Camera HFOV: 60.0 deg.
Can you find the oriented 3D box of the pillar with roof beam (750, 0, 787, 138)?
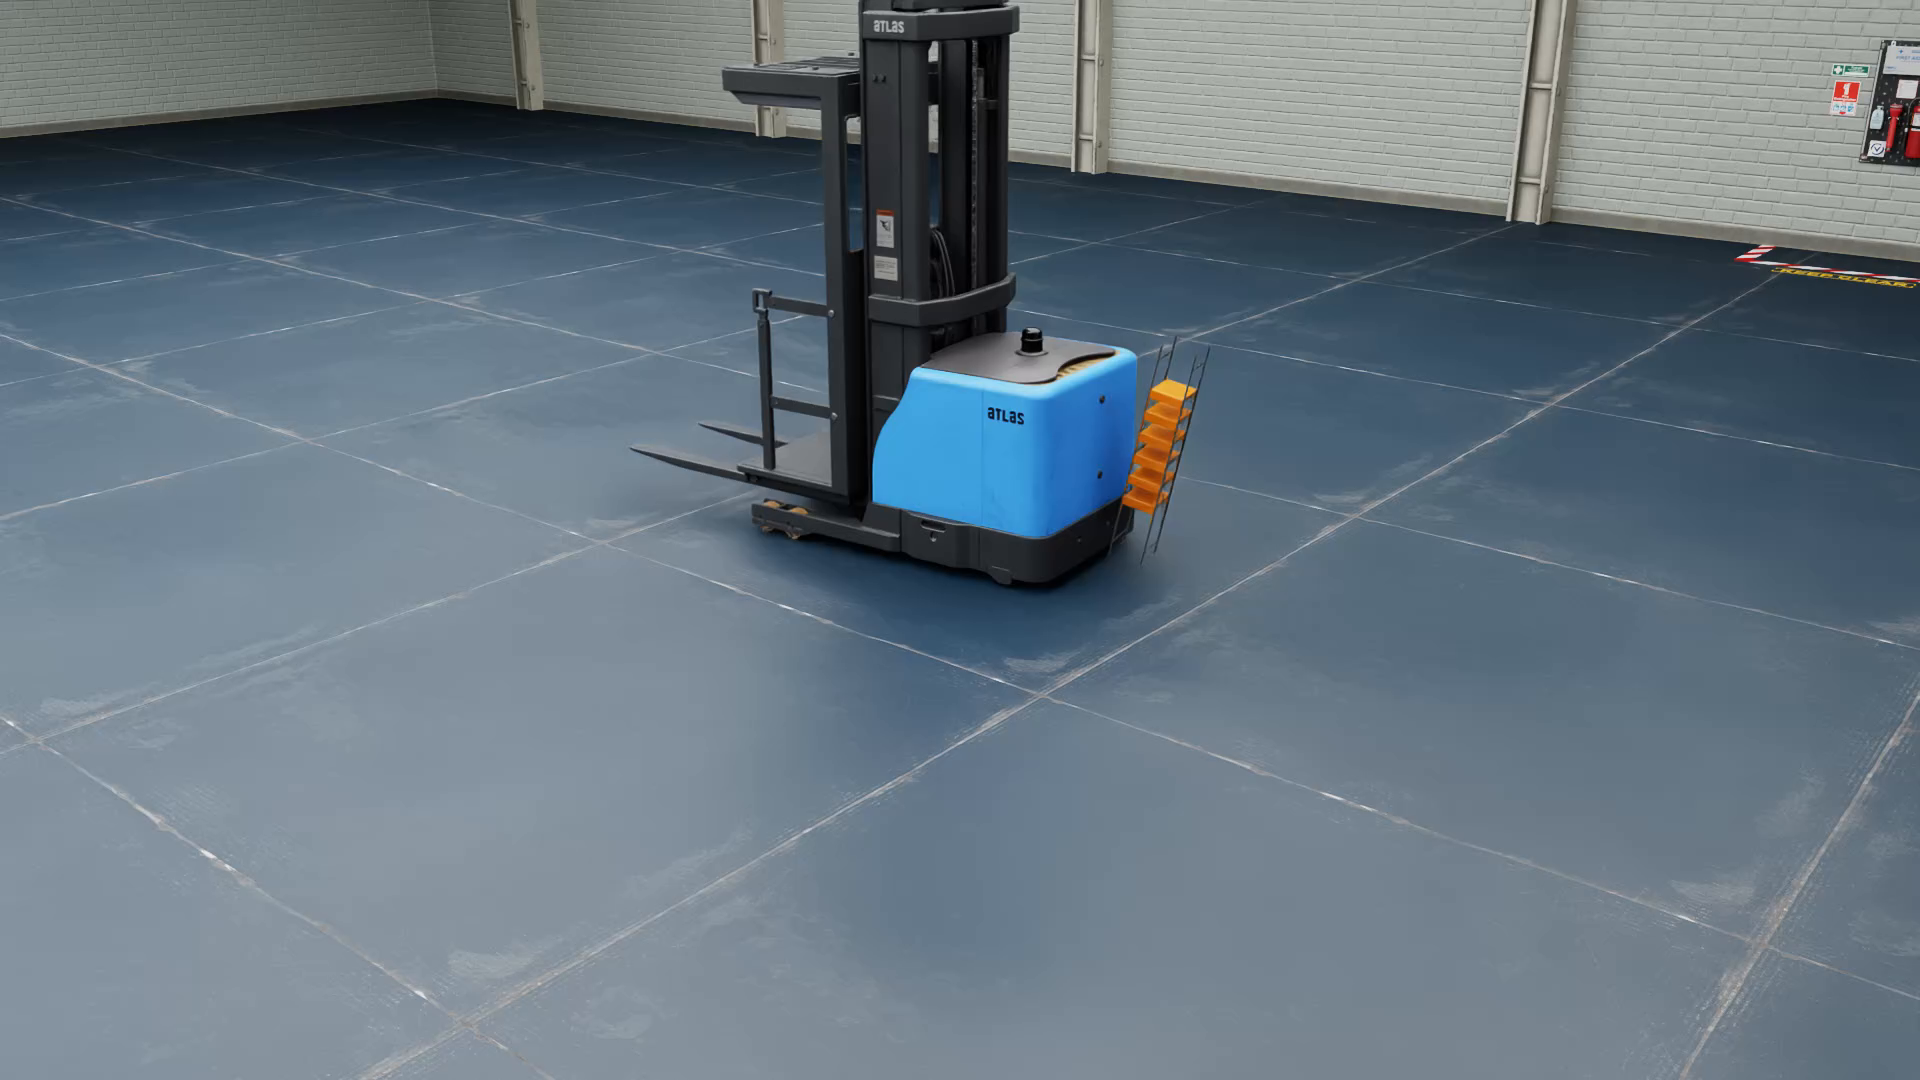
[{"bbox_3d":[-5.639,-9.297,21.068,0.400,9.000,9.100,16,26,36],"label":"pillar with roof beam"}]

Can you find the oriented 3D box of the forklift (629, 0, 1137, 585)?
[{"bbox_3d":[-0.556,-1.523,9.054,3.031,2.935,1.130,13,24,31],"label":"forklift"}]

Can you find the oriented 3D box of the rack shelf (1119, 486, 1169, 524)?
[{"bbox_3d":[0.976,-0.198,8.761,0.180,0.103,0.258,21,27,19],"label":"rack shelf"}]

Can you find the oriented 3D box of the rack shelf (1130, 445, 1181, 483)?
[{"bbox_3d":[1.020,-0.410,8.657,0.180,0.103,0.258,21,27,19],"label":"rack shelf"}]

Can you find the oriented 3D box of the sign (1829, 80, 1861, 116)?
[{"bbox_3d":[8.774,-4.381,16.483,0.234,0.329,0.001,16,26,36],"label":"sign"}]

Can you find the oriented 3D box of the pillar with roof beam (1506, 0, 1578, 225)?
[{"bbox_3d":[3.657,-6.619,13.968,0.400,9.000,9.100,16,26,36],"label":"pillar with roof beam"}]

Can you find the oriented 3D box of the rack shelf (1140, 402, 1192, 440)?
[{"bbox_3d":[1.065,-0.622,8.554,0.180,0.103,0.258,21,27,19],"label":"rack shelf"}]

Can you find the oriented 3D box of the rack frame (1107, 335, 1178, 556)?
[{"bbox_3d":[0.948,-0.481,8.669,0.006,1.200,0.240,21,27,19],"label":"rack frame"}]

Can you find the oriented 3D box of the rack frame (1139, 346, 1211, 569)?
[{"bbox_3d":[1.109,-0.418,8.608,0.006,1.200,0.240,21,27,19],"label":"rack frame"}]

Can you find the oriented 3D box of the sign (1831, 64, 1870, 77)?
[{"bbox_3d":[8.772,-4.625,16.380,0.331,0.109,0.001,16,26,36],"label":"sign"}]

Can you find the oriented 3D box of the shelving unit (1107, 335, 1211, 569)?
[{"bbox_3d":[1.029,-0.449,8.638,0.189,1.200,0.258,21,27,19],"label":"shelving unit"}]

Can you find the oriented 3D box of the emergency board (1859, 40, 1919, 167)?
[{"bbox_3d":[9.137,-4.212,16.087,0.643,1.169,0.194,16,26,36],"label":"emergency board"}]

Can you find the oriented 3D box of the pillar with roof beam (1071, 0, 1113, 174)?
[{"bbox_3d":[-0.991,-7.958,17.518,0.400,9.000,9.100,16,26,36],"label":"pillar with roof beam"}]

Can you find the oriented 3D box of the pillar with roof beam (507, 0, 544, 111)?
[{"bbox_3d":[-10.288,-10.635,24.618,0.400,9.000,9.100,16,26,36],"label":"pillar with roof beam"}]

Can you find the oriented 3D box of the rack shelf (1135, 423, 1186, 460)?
[{"bbox_3d":[1.043,-0.516,8.606,0.180,0.103,0.258,21,27,19],"label":"rack shelf"}]

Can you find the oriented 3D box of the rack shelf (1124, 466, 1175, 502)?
[{"bbox_3d":[0.998,-0.304,8.709,0.180,0.103,0.258,21,27,19],"label":"rack shelf"}]

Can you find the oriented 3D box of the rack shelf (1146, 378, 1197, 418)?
[{"bbox_3d":[1.087,-0.728,8.502,0.180,0.103,0.258,21,27,19],"label":"rack shelf"}]

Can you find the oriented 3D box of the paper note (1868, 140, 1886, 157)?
[{"bbox_3d":[9.044,-3.859,16.398,0.142,0.148,0.016,16,26,36],"label":"paper note"}]
